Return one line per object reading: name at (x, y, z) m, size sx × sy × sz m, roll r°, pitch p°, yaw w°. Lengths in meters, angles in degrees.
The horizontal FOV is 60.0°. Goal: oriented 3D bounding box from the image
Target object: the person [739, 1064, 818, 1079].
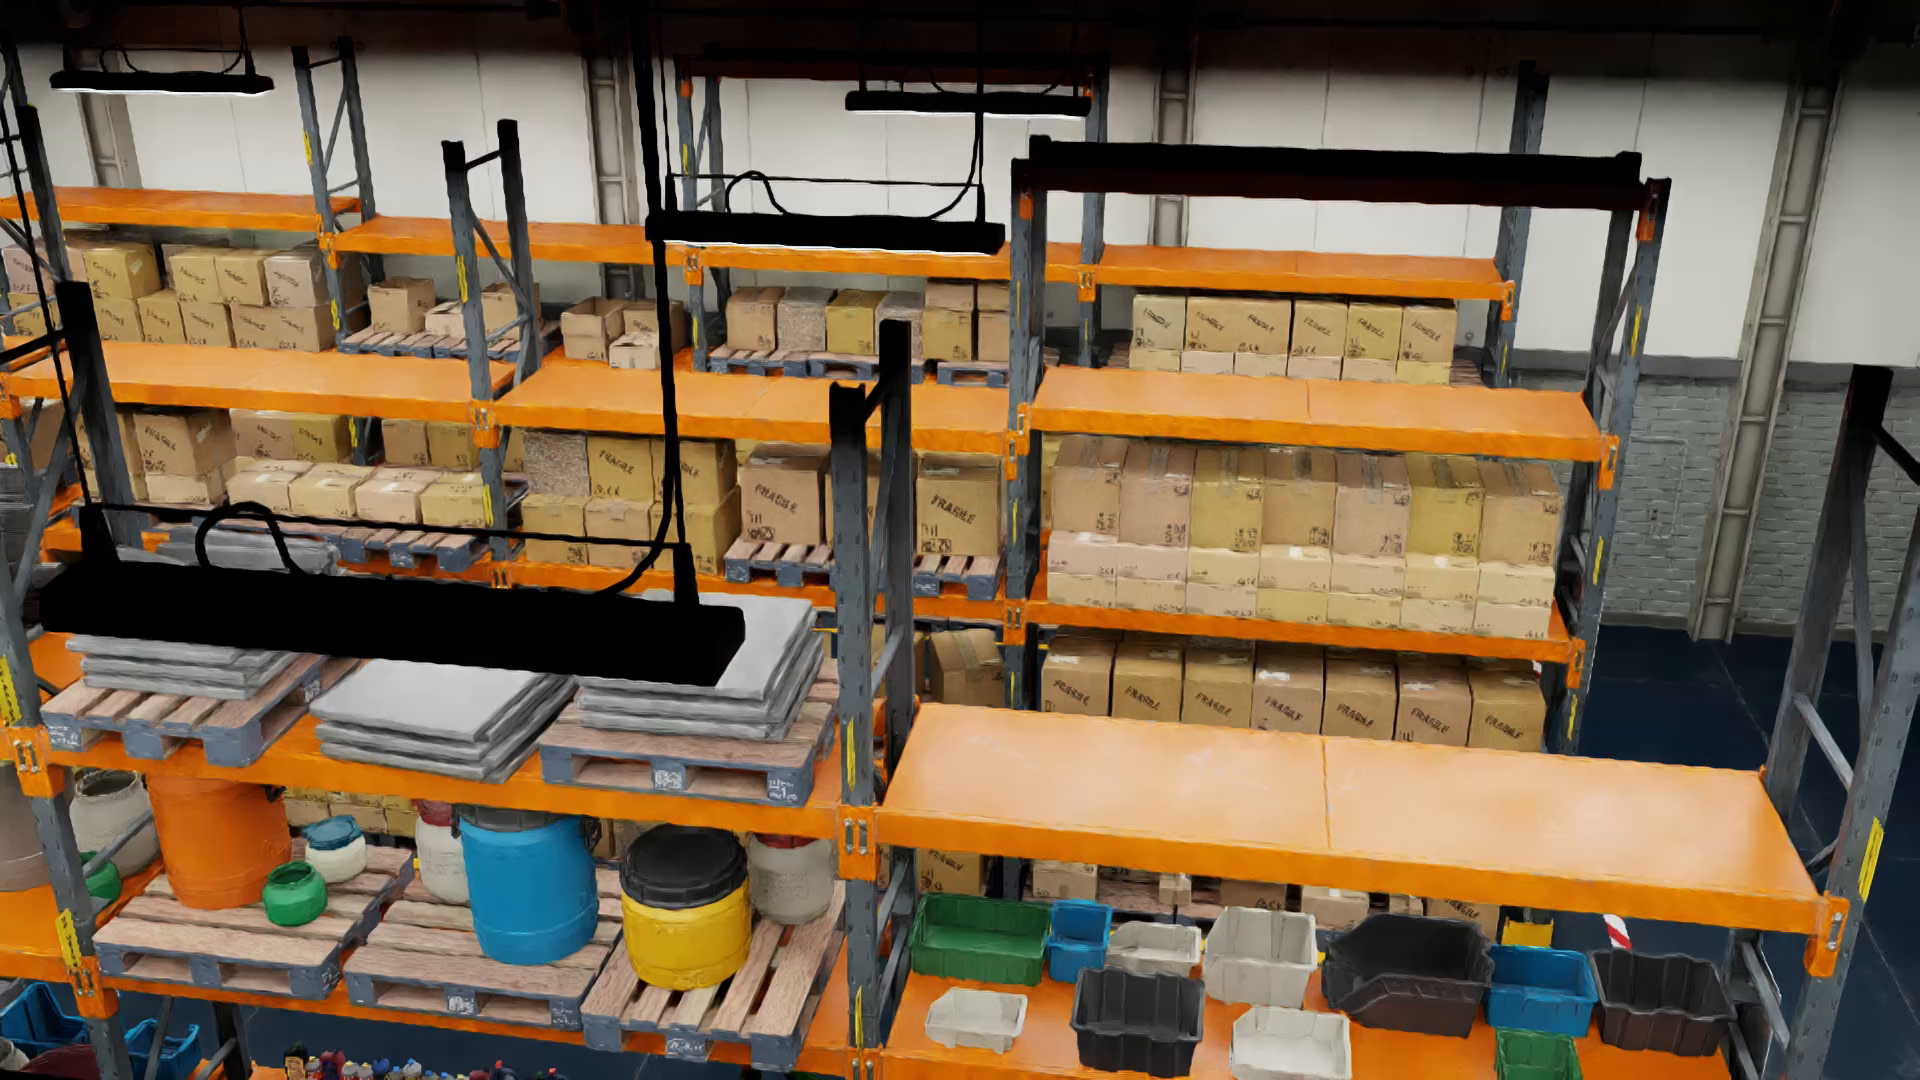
person at (-1.265, 3.074, 10.919) m, size 0.868 × 1.712 × 0.701 m, roll 2°, pitch 23°, yaw 6°
